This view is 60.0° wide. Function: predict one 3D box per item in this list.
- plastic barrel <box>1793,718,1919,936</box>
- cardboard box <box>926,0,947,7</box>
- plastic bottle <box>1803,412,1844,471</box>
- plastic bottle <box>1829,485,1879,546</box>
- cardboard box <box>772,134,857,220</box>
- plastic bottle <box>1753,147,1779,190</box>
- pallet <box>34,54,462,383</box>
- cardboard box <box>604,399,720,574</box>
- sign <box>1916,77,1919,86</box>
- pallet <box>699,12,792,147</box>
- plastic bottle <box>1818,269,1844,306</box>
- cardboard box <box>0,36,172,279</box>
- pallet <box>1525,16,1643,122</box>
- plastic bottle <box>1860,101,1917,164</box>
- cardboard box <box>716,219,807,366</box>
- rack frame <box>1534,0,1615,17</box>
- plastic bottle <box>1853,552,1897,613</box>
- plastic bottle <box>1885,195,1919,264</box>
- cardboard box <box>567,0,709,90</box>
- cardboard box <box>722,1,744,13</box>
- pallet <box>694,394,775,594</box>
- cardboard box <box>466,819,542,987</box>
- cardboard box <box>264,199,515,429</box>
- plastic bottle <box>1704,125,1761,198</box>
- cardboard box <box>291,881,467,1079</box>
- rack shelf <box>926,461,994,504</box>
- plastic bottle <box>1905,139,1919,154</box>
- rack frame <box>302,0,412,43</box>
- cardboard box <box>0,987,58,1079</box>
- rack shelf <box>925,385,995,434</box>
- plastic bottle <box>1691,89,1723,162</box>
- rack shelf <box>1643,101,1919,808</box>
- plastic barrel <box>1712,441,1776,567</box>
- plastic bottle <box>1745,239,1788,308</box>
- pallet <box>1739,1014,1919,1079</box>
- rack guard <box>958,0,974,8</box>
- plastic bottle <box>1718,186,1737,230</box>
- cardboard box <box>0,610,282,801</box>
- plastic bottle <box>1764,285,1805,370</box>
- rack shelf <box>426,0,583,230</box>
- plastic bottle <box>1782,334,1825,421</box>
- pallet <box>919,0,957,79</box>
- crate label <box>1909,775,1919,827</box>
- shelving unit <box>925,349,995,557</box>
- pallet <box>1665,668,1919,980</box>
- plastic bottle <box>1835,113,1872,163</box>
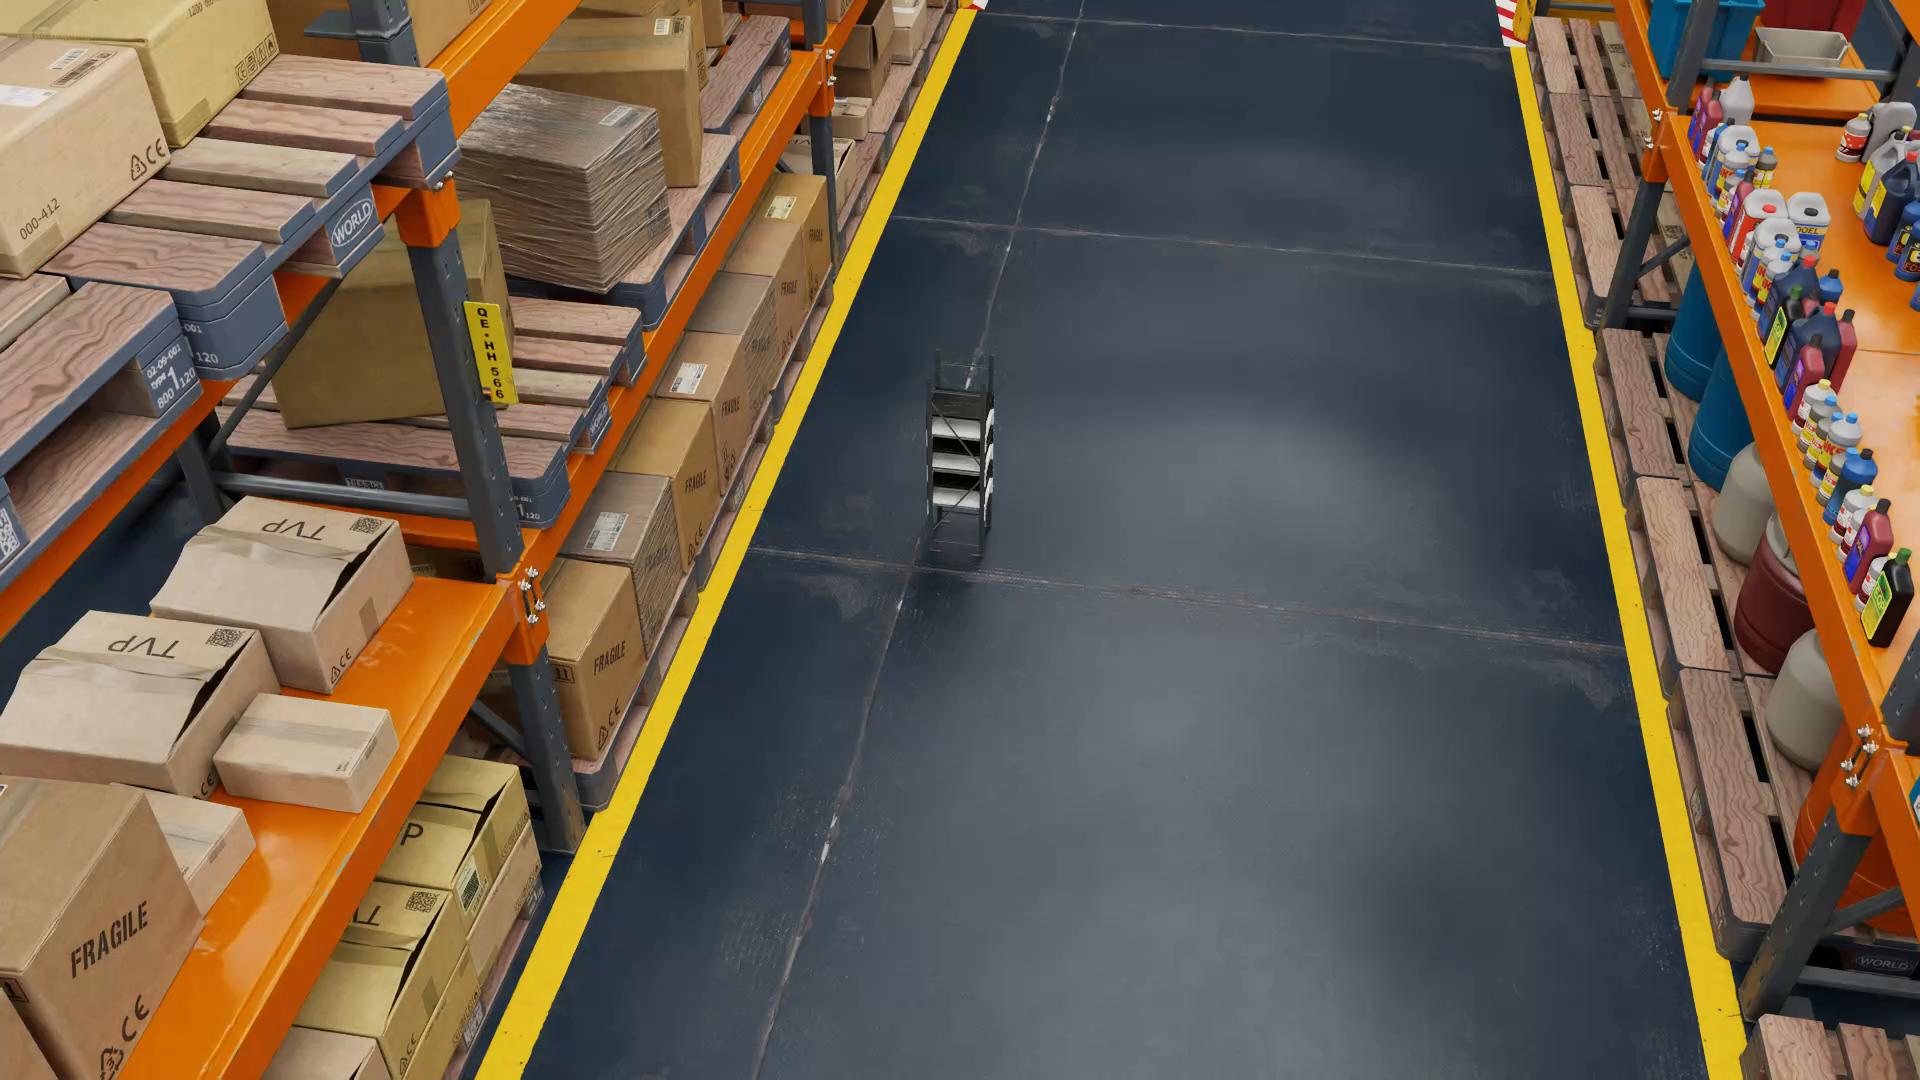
[{"bbox_3d":[3.100,0.785,5.320,0.600,0.830,0.708,6,40,8],"label":"plastic barrel"},{"bbox_3d":[-0.313,-3.987,11.335,0.500,0.500,0.500,6,40,8],"label":"cardboard box"},{"bbox_3d":[2.844,-0.326,5.446,0.097,0.201,0.097,0,40,0],"label":"plastic bottle"},{"bbox_3d":[2.777,-0.081,5.150,0.097,0.201,0.097,0,40,0],"label":"plastic bottle"},{"bbox_3d":[-0.868,-2.012,9.095,0.500,0.311,0.500,6,40,8],"label":"cardboard box"},{"bbox_3d":[3.332,-1.534,6.907,0.097,0.201,0.097,0,40,0],"label":"plastic bottle"},{"bbox_3d":[-1.875,-0.777,3.629,1.213,0.211,1.003,8,40,10],"label":"pallet"},{"bbox_3d":[-1.309,-0.233,6.794,0.500,0.500,0.500,6,40,7],"label":"cardboard box"},{"bbox_3d":[4.266,-2.136,7.262,0.100,0.325,0.005,6,40,8],"label":"sign"},{"bbox_3d":[-1.400,-2.076,7.557,1.003,0.211,1.213,6,40,8],"label":"pallet"},{"bbox_3d":[3.130,-0.858,6.035,0.097,0.271,0.097,0,40,0],"label":"plastic bottle"},{"bbox_3d":[-1.942,-0.767,3.258,0.500,0.250,0.500,7,40,9],"label":"cardboard box"},{"bbox_3d":[4.235,-3.013,10.729,1.003,0.211,1.213,6,40,8],"label":"pallet"},{"bbox_3d":[3.974,-1.760,7.122,0.152,0.276,0.135,6,40,8],"label":"plastic bottle"},{"bbox_3d":[-1.051,-1.195,7.958,0.500,0.500,0.500,7,40,8],"label":"cardboard box"},{"bbox_3d":[4.416,-4.601,10.461,1.000,3.000,0.127,6,40,8],"label":"rack frame"},{"bbox_3d":[2.720,0.125,4.901,0.097,0.201,0.097,0,40,0],"label":"plastic bottle"},{"bbox_3d":[3.698,-1.215,6.466,0.097,0.271,0.097,0,40,0],"label":"plastic bottle"},{"bbox_3d":[-1.513,-2.129,7.062,0.700,0.500,0.500,12,41,15],"label":"cardboard box"},{"bbox_3d":[-1.320,-3.020,8.470,0.500,0.500,0.500,7,40,8],"label":"cardboard box"},{"bbox_3d":[-1.466,-0.282,7.426,1.003,0.211,1.213,6,40,8],"label":"pallet"},{"bbox_3d":[-1.697,1.126,5.362,0.500,0.250,0.500,7,40,9],"label":"cardboard box"},{"bbox_3d":[-1.848,-0.737,5.379,0.700,0.500,0.500,-6,40,-7],"label":"cardboard box"},{"bbox_3d":[3.206,-1.565,6.886,0.152,0.276,0.135,6,40,8],"label":"plastic bottle"},{"bbox_3d":[-1.778,1.235,4.790,0.500,0.311,0.500,6,40,7],"label":"cardboard box"},{"bbox_3d":[0.001,-0.257,7.048,0.258,0.077,0.200,6,40,8],"label":"rack shelf"},{"bbox_3d":[3.911,-1.531,6.845,0.152,0.276,0.135,6,40,8],"label":"plastic bottle"},{"bbox_3d":[-1.846,-2.441,3.140,1.000,3.000,0.127,6,40,8],"label":"rack frame"},{"bbox_3d":[-2.211,1.218,3.345,0.500,0.500,0.500,6,40,8],"label":"cardboard box"},{"bbox_3d":[0.001,-0.534,6.819,0.258,0.077,0.200,6,40,8],"label":"rack shelf"},{"bbox_3d":[3.217,-1.779,7.139,0.061,0.283,0.133,6,40,8],"label":"plastic bottle"},{"bbox_3d":[3.378,-0.558,6.136,1.077,0.370,4.000,6,40,8],"label":"rack shelf"},{"bbox_3d":[3.305,-0.165,6.719,0.421,0.512,0.421,0,40,0],"label":"plastic barrel"},{"bbox_3d":[3.021,-0.996,6.202,0.097,0.271,0.097,0,40,0],"label":"plastic bottle"},{"bbox_3d":[2.860,1.976,4.694,1.003,0.211,1.213,6,40,8],"label":"pallet"},{"bbox_3d":[-0.475,-4.139,11.863,1.175,0.500,0.348,6,40,8],"label":"rack guard"},{"bbox_3d":[3.125,-1.344,6.678,0.097,0.201,0.097,0,40,0],"label":"plastic bottle"},{"bbox_3d":[-2.192,0.445,4.427,0.500,0.311,0.500,6,40,7],"label":"cardboard box"},{"bbox_3d":[2.935,-0.753,5.899,0.061,0.283,0.133,6,40,8],"label":"plastic bottle"},{"bbox_3d":[-1.500,-2.263,5.844,1.077,0.370,4.000,6,40,8],"label":"rack shelf"},{"bbox_3d":[2.880,-0.554,5.657,0.061,0.283,0.133,6,40,8],"label":"plastic bottle"},{"bbox_3d":[-0.612,-3.527,11.350,1.003,0.211,1.213,6,40,8],"label":"pallet"},{"bbox_3d":[2.590,0.707,4.172,0.303,0.233,0.416,6,40,8],"label":"crate label"},{"bbox_3d":[0.001,-0.352,6.969,0.258,0.900,0.210,6,40,8],"label":"shelving unit"},{"bbox_3d":[3.127,0.995,5.881,1.003,0.211,1.213,6,40,8],"label":"pallet"},{"bbox_3d":[3.848,-1.733,7.148,0.097,0.201,0.097,0,40,0],"label":"plastic bottle"}]
